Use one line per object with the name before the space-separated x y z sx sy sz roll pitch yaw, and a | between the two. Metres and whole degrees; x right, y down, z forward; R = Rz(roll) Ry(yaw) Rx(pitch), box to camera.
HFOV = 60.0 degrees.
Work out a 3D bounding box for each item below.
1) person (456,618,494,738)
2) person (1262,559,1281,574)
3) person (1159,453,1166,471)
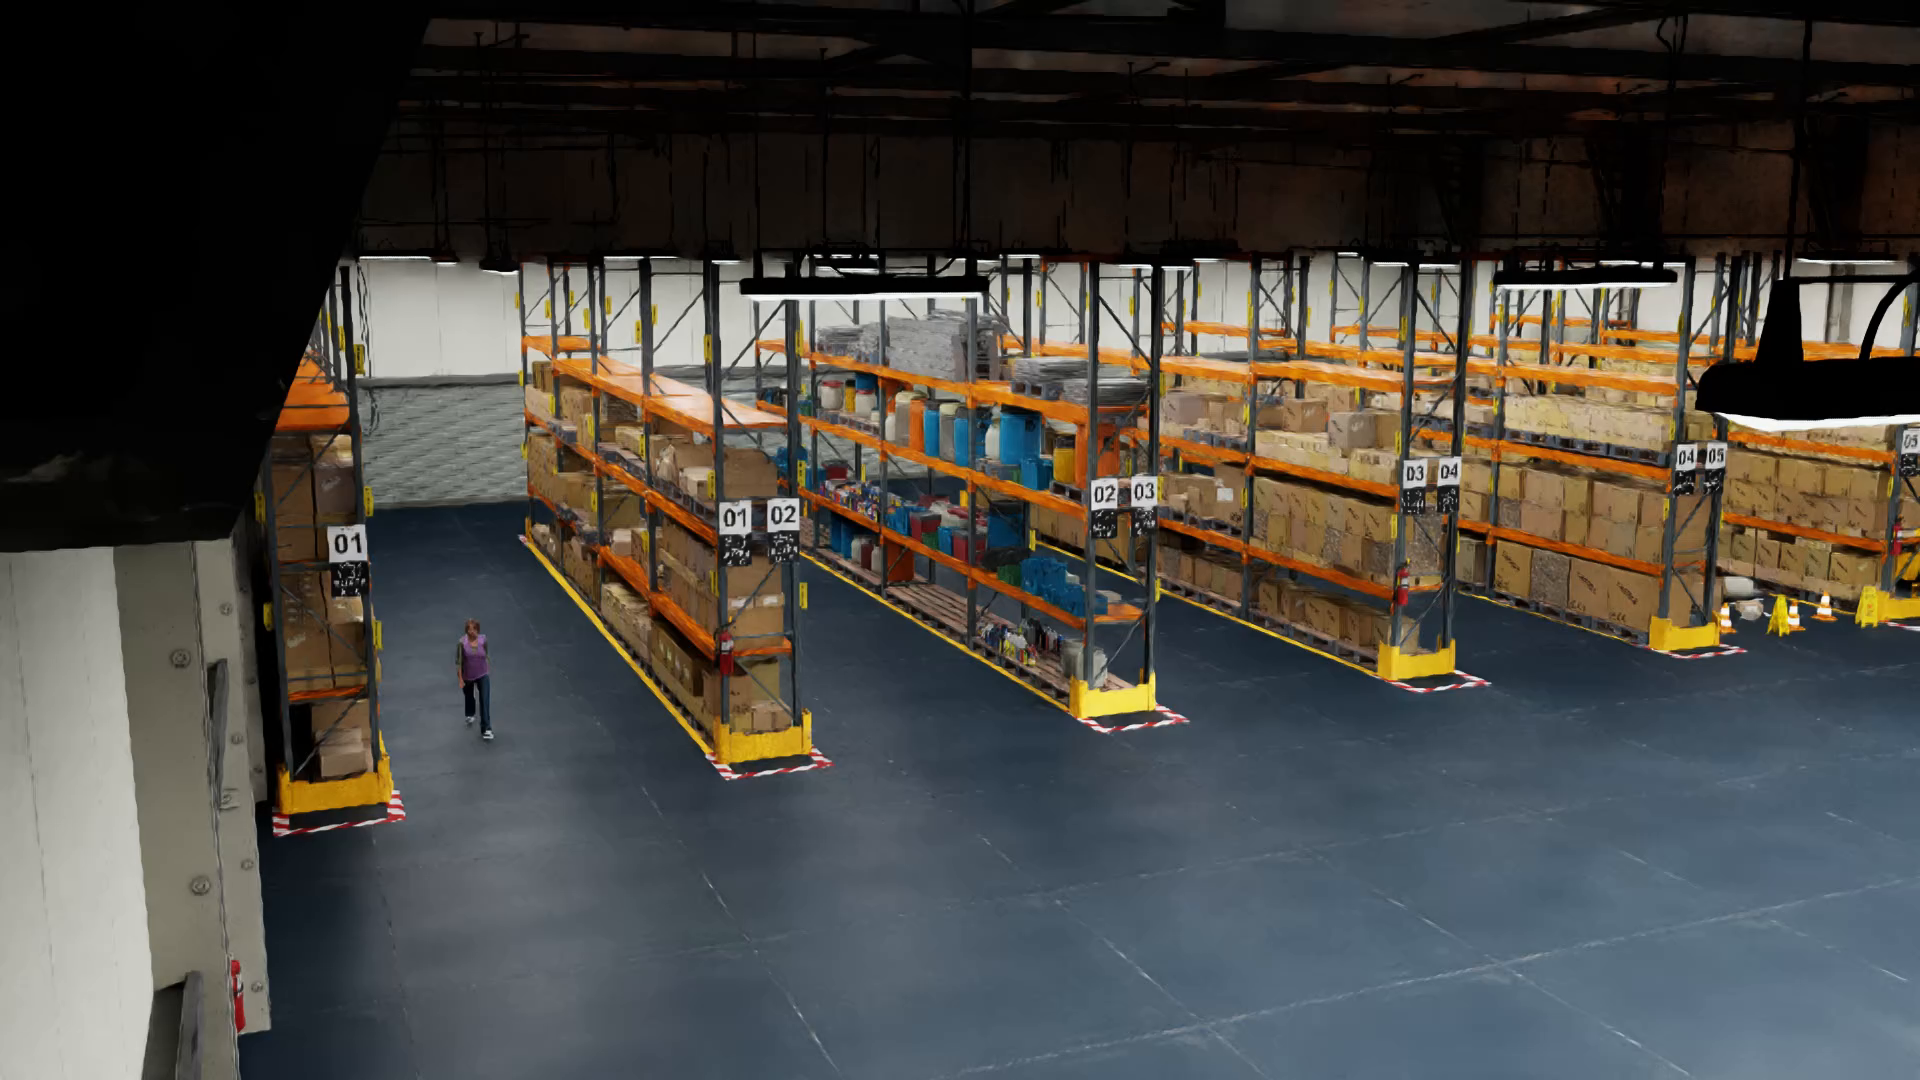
person | -6.227 1.786 21.302 0.417 1.404 1.036 -4 11 -19
person | 5.702 0.046 30.308 0.592 1.629 0.531 -5 11 -24
person | 4.433 -1.199 37.295 0.417 1.517 1.036 -4 11 -19
